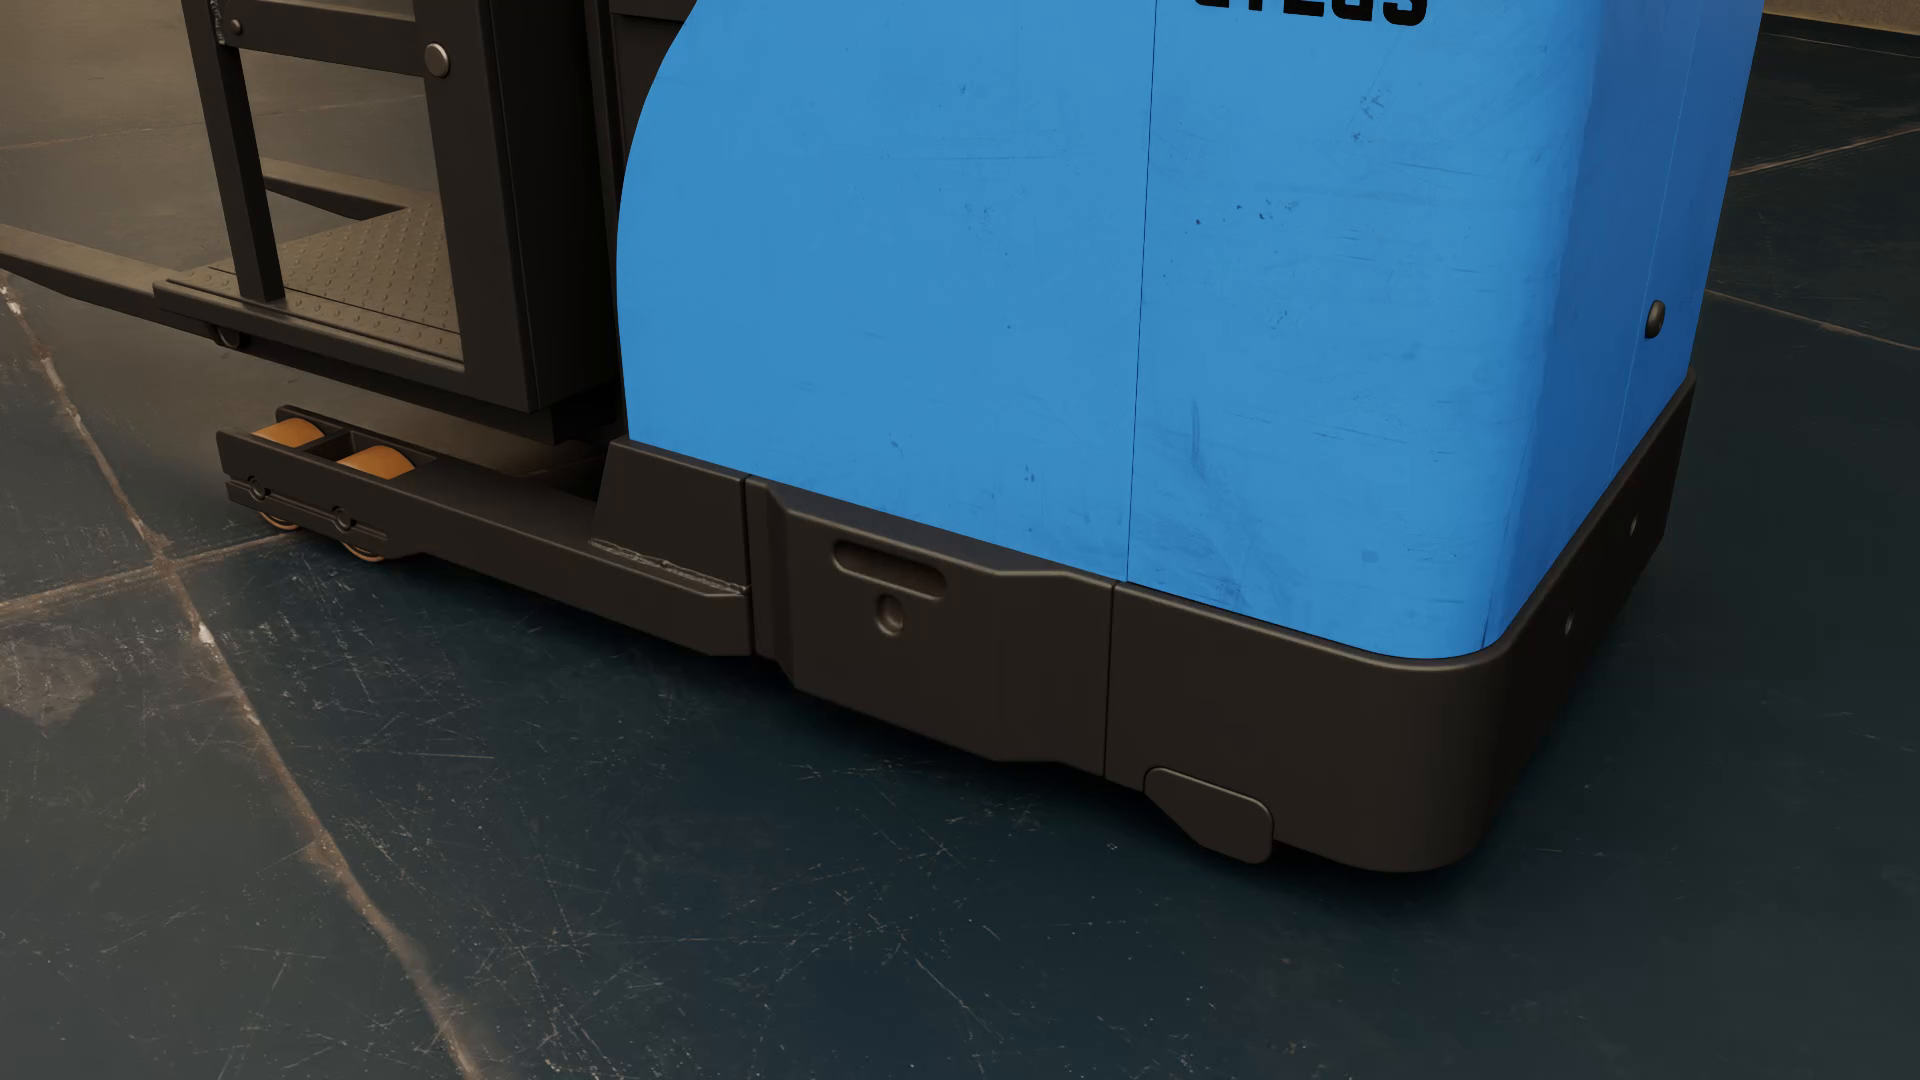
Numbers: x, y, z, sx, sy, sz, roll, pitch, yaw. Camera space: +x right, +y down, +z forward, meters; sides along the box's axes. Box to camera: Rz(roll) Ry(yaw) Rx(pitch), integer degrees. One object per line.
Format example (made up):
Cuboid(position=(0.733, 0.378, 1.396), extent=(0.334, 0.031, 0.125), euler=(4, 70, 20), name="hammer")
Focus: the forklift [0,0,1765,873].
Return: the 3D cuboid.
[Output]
Cuboid(position=(-0.511, -1.459, 2.139), extent=(3.031, 2.935, 1.130), euler=(16, 31, 29), name="forklift")
